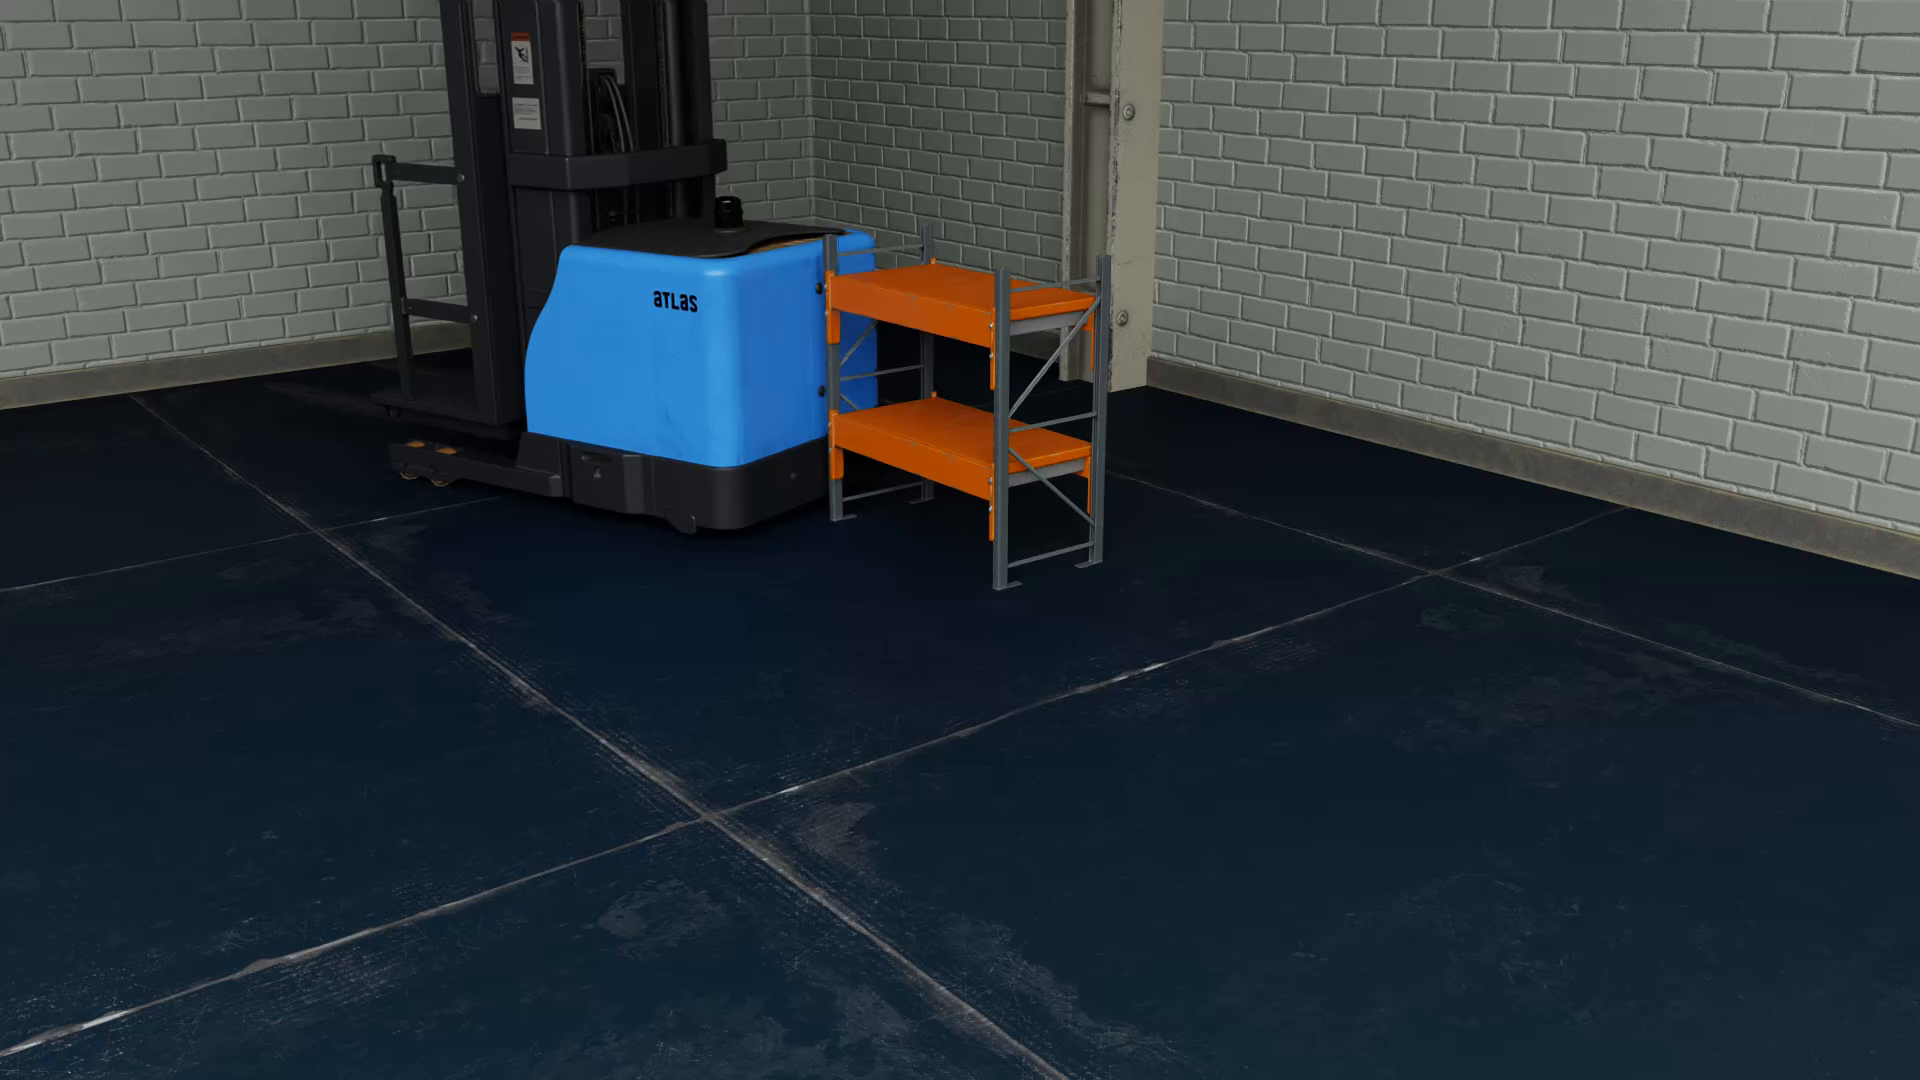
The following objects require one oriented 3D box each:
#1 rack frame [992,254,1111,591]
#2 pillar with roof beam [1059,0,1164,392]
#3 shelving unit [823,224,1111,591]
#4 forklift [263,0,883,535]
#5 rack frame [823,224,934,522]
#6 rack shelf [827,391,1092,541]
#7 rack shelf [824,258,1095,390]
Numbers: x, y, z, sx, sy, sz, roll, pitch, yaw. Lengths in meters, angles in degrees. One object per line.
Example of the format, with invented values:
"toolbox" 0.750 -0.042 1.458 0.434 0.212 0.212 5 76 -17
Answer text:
"rack frame" 0.320 -0.407 5.802 0.500 1.125 0.032 -14 23 -36
"pillar with roof beam" -2.600 -4.281 4.977 9.100 9.000 0.400 -14 23 -36
"shelving unit" 0.004 -0.532 6.181 0.538 1.125 1.048 -14 23 -36
"forklift" -1.844 -1.742 6.962 3.031 2.935 1.130 11 21 31
"rack frame" -0.311 -0.658 6.559 0.500 1.125 0.032 -14 23 -36
"rack shelf" 0.004 -0.300 6.258 0.538 0.278 1.000 -14 23 -36
"rack shelf" 0.004 -0.810 6.089 0.538 0.278 1.000 -14 23 -36
